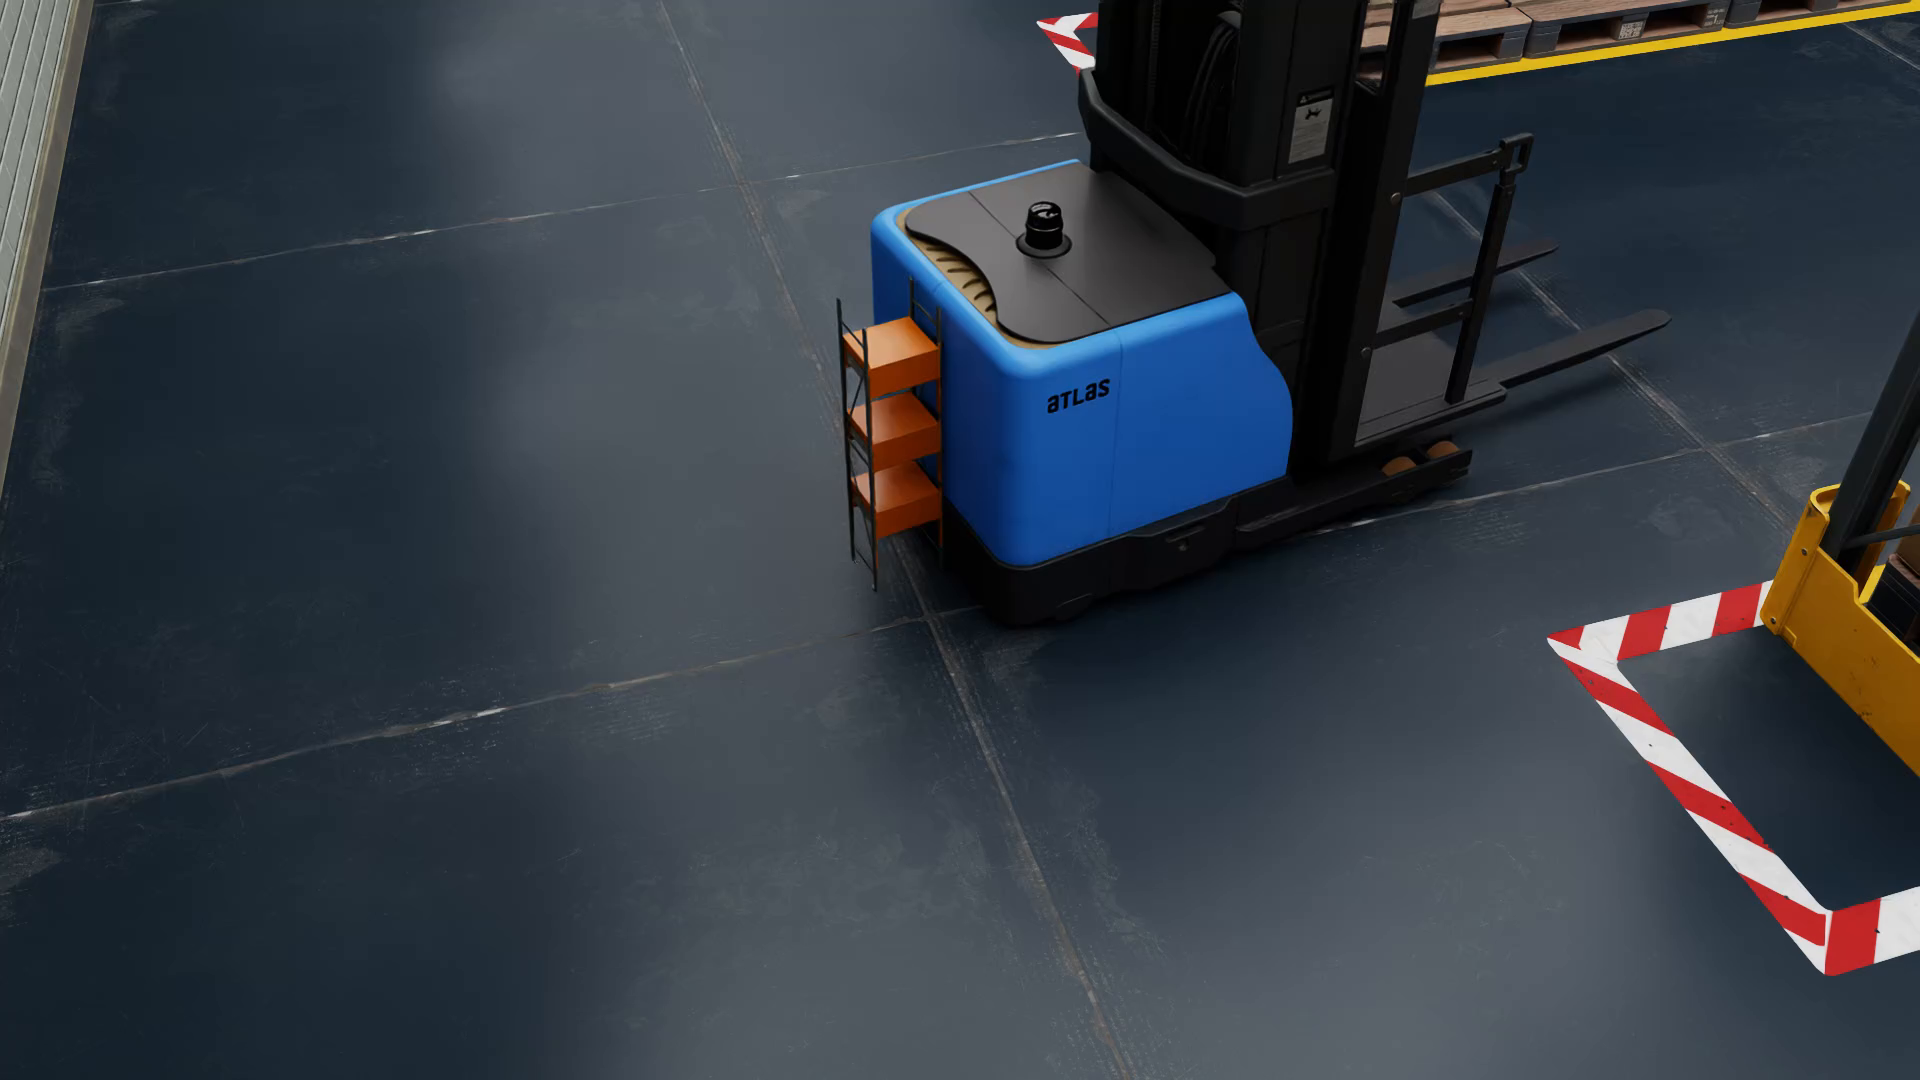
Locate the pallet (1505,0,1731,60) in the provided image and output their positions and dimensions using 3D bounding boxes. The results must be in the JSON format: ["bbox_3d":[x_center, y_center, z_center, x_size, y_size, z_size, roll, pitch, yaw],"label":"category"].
[{"bbox_3d":[3.351,-2.987,9.008,1.213,0.211,1.003,-12,42,-13],"label":"pallet"}]

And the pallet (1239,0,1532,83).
[{"bbox_3d":[2.190,-2.748,8.735,1.213,0.211,1.003,-12,42,-13],"label":"pallet"}]

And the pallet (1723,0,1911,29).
[{"bbox_3d":[4.517,-3.231,9.287,1.213,0.211,1.003,-12,42,-13],"label":"pallet"}]

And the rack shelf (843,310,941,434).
[{"bbox_3d":[-0.214,-0.518,5.130,0.240,0.259,0.215,-19,45,-21],"label":"rack shelf"}]

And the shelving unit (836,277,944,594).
[{"bbox_3d":[-0.214,-0.312,5.310,0.252,1.050,0.215,-19,45,-21],"label":"shelving unit"}]

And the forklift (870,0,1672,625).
[{"bbox_3d":[1.245,-1.521,5.263,3.031,2.935,1.130,-19,45,-21],"label":"forklift"}]

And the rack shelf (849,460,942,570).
[{"bbox_3d":[-0.214,-0.095,5.500,0.240,0.259,0.215,-19,45,-21],"label":"rack shelf"}]

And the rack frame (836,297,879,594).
[{"bbox_3d":[-0.322,-0.275,5.267,0.008,1.050,0.200,-19,45,-21],"label":"rack frame"}]

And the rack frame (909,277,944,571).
[{"bbox_3d":[-0.105,-0.350,5.352,0.008,1.050,0.200,-19,45,-21],"label":"rack frame"}]

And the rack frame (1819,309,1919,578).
[{"bbox_3d":[2.876,-0.551,4.100,0.127,3.000,1.000,-12,42,-13],"label":"rack frame"}]

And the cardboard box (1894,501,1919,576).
[{"bbox_3d":[3.320,-0.037,5.078,0.500,0.500,0.500,-12,42,-13],"label":"cardboard box"}]

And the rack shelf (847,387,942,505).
[{"bbox_3d":[-0.214,-0.305,5.317,0.240,0.259,0.215,-19,45,-21],"label":"rack shelf"}]

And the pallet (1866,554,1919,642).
[{"bbox_3d":[3.708,0.327,5.216,1.213,0.211,1.003,-12,42,-13],"label":"pallet"}]

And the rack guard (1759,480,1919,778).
[{"bbox_3d":[2.948,0.376,4.940,0.348,0.500,1.175,-12,42,-13],"label":"rack guard"}]
